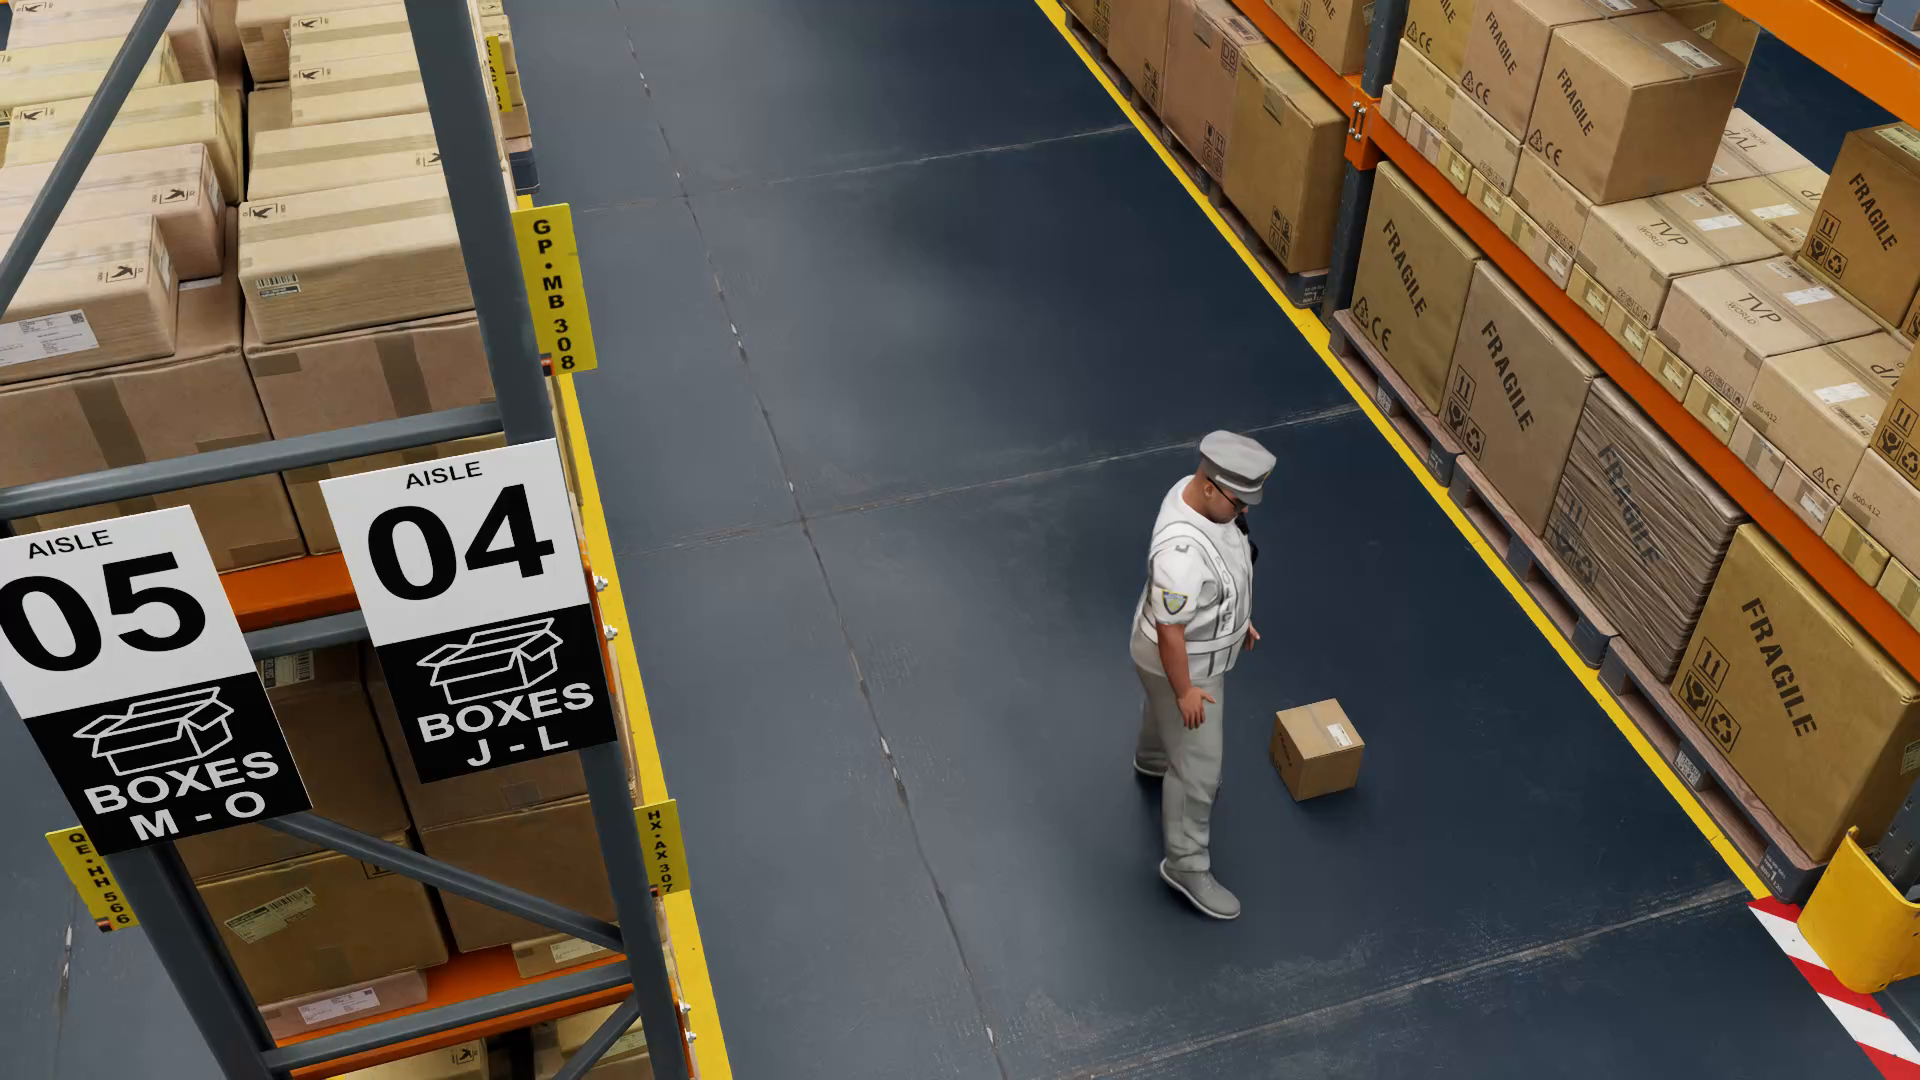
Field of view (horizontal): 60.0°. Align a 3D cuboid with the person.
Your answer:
[{"bbox_3d":[0.826,0.442,5.662,0.530,1.760,0.743,10,43,10],"label":"person"}]
